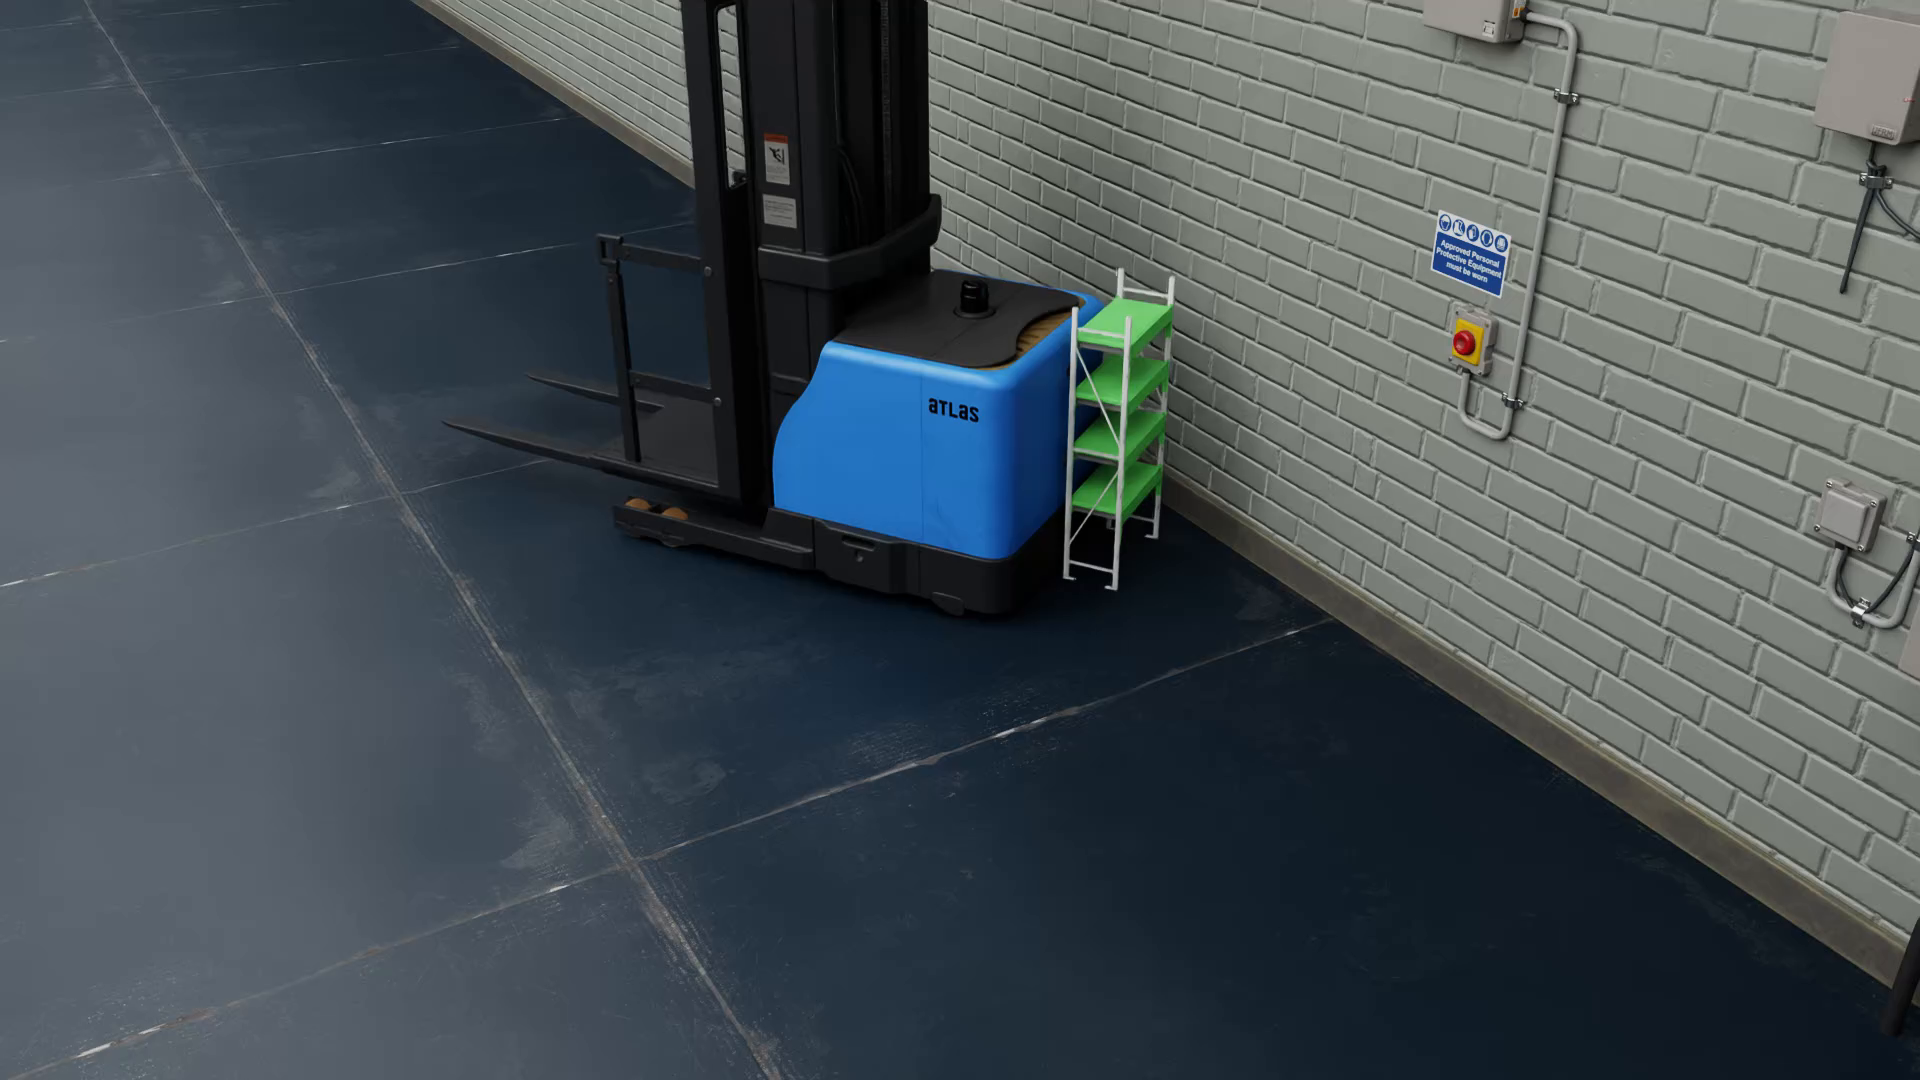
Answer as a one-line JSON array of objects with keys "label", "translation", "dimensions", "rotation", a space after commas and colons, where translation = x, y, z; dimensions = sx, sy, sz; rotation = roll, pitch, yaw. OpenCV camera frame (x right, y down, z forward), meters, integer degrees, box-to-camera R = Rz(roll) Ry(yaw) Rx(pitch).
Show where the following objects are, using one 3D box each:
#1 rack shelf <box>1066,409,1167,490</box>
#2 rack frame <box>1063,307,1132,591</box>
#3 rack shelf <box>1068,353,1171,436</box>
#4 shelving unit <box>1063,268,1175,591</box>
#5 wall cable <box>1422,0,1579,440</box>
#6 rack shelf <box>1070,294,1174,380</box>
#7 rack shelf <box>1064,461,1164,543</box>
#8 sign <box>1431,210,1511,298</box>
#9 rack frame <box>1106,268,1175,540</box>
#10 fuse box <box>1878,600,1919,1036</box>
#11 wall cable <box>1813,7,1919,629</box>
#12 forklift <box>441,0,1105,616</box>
[{"label": "rack shelf", "translation": [0.648, -0.393, 6.853], "dimensions": [0.258, 0.148, 0.480], "rotation": [13, 32, 22]}, {"label": "rack frame", "translation": [0.542, -0.343, 6.630], "dimensions": [0.240, 1.200, 0.015], "rotation": [13, 32, 22]}, {"label": "rack shelf", "translation": [0.648, -0.603, 6.737], "dimensions": [0.258, 0.148, 0.480], "rotation": [13, 32, 22]}, {"label": "shelving unit", "translation": [0.648, -0.449, 6.822], "dimensions": [0.258, 1.200, 0.503], "rotation": [13, 32, 22]}, {"label": "wall cable", "translation": [1.694, -1.274, 5.370], "dimensions": [0.123, 1.953, 0.585], "rotation": [-16, 33, -26]}, {"label": "rack shelf", "translation": [0.648, -0.813, 6.621], "dimensions": [0.258, 0.148, 0.480], "rotation": [13, 32, 22]}, {"label": "rack shelf", "translation": [0.648, -0.183, 6.969], "dimensions": [0.258, 0.148, 0.480], "rotation": [13, 32, 22]}, {"label": "sign", "translation": [1.723, -0.969, 5.621], "dimensions": [0.001, 0.218, 0.327], "rotation": [-16, 33, -26]}, {"label": "rack frame", "translation": [0.755, -0.555, 7.014], "dimensions": [0.240, 1.200, 0.015], "rotation": [13, 32, 22]}, {"label": "fuse box", "translation": [2.633, 0.660, 4.284], "dimensions": [0.414, 1.711, 0.539], "rotation": [-16, 33, -26]}, {"label": "wall cable", "translation": [2.423, -0.672, 4.312], "dimensions": [0.122, 1.984, 0.588], "rotation": [-16, 33, -26]}, {"label": "forklift", "translation": [-0.939, -1.465, 6.870], "dimensions": [3.031, 2.935, 1.130], "rotation": [14, 32, 23]}]
